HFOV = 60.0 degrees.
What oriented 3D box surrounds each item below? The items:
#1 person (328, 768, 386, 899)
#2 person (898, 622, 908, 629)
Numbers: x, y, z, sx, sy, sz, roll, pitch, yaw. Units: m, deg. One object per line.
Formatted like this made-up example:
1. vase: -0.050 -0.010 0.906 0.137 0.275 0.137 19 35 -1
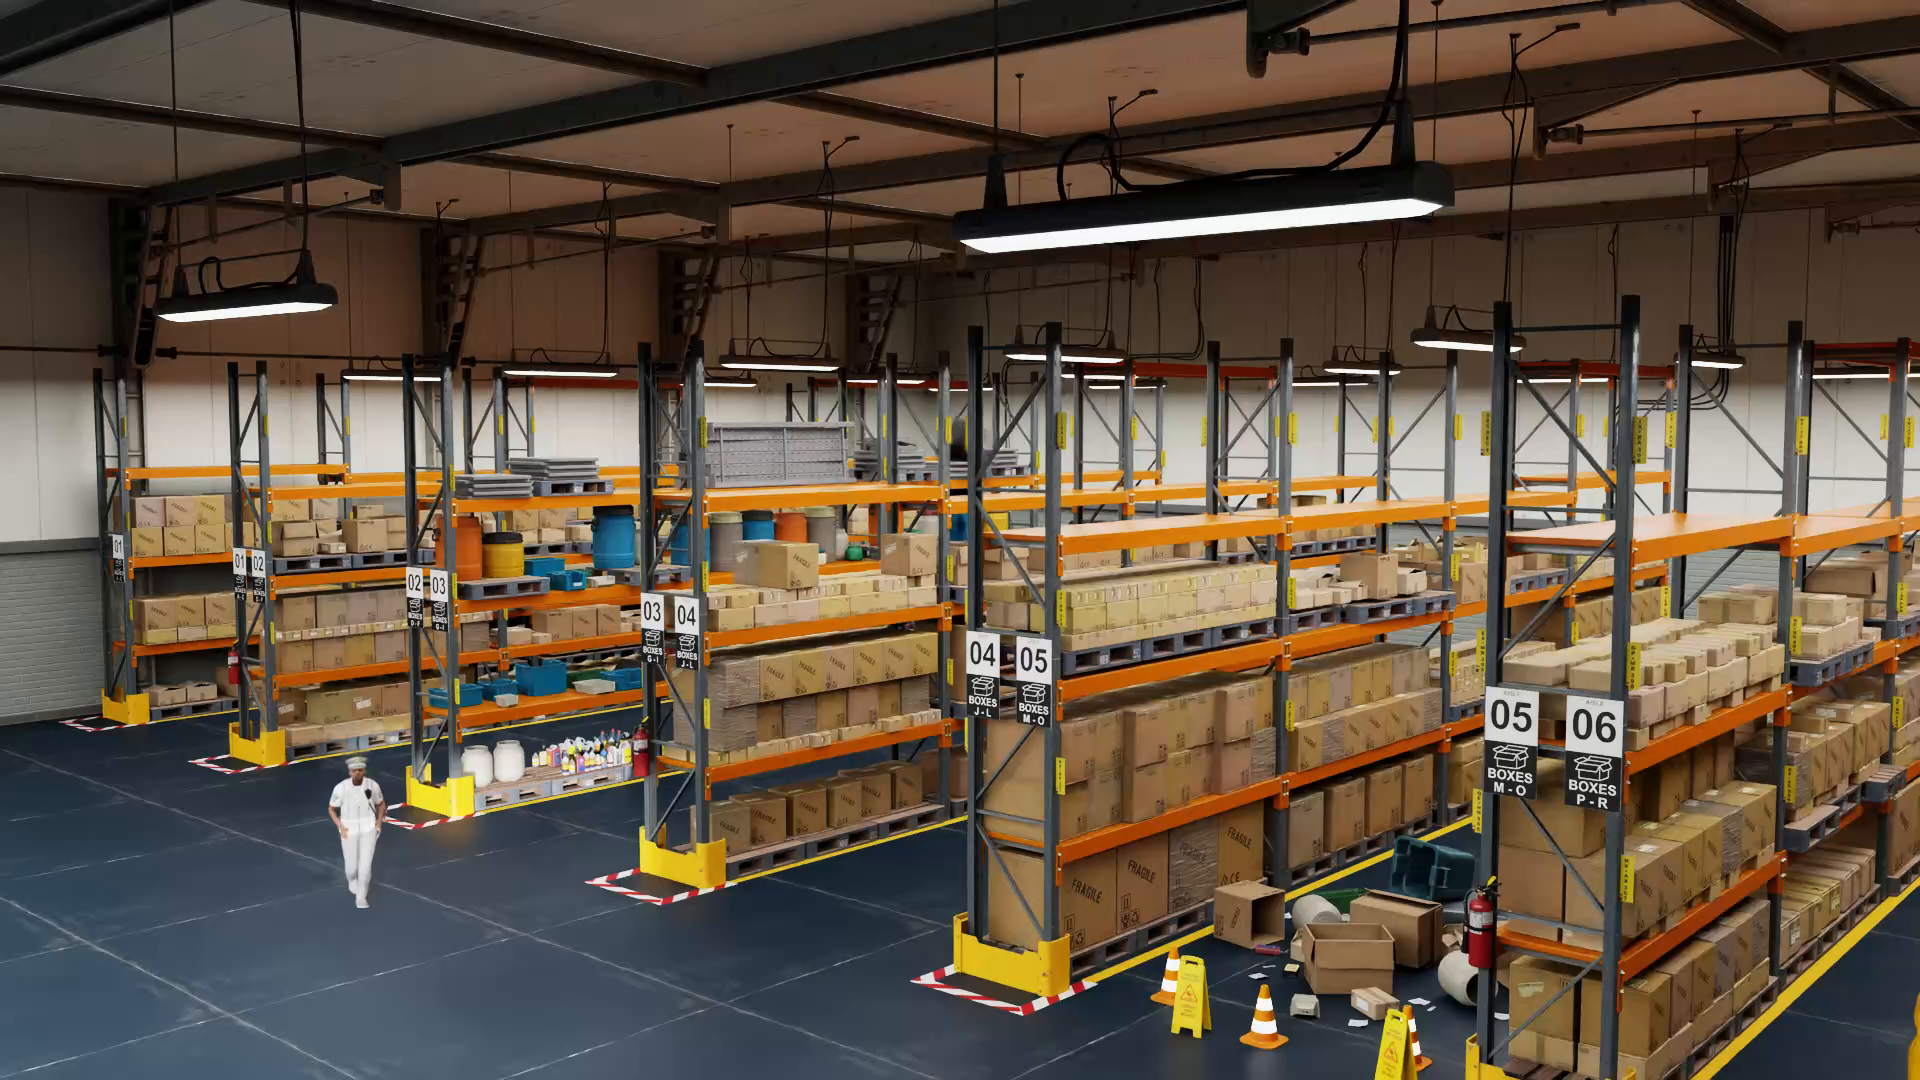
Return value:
1. person: -6.379 3.052 17.617 0.574 1.521 0.544 -2 5 -23
2. person: -1.196 1.646 32.674 0.567 1.713 0.807 3 5 39
